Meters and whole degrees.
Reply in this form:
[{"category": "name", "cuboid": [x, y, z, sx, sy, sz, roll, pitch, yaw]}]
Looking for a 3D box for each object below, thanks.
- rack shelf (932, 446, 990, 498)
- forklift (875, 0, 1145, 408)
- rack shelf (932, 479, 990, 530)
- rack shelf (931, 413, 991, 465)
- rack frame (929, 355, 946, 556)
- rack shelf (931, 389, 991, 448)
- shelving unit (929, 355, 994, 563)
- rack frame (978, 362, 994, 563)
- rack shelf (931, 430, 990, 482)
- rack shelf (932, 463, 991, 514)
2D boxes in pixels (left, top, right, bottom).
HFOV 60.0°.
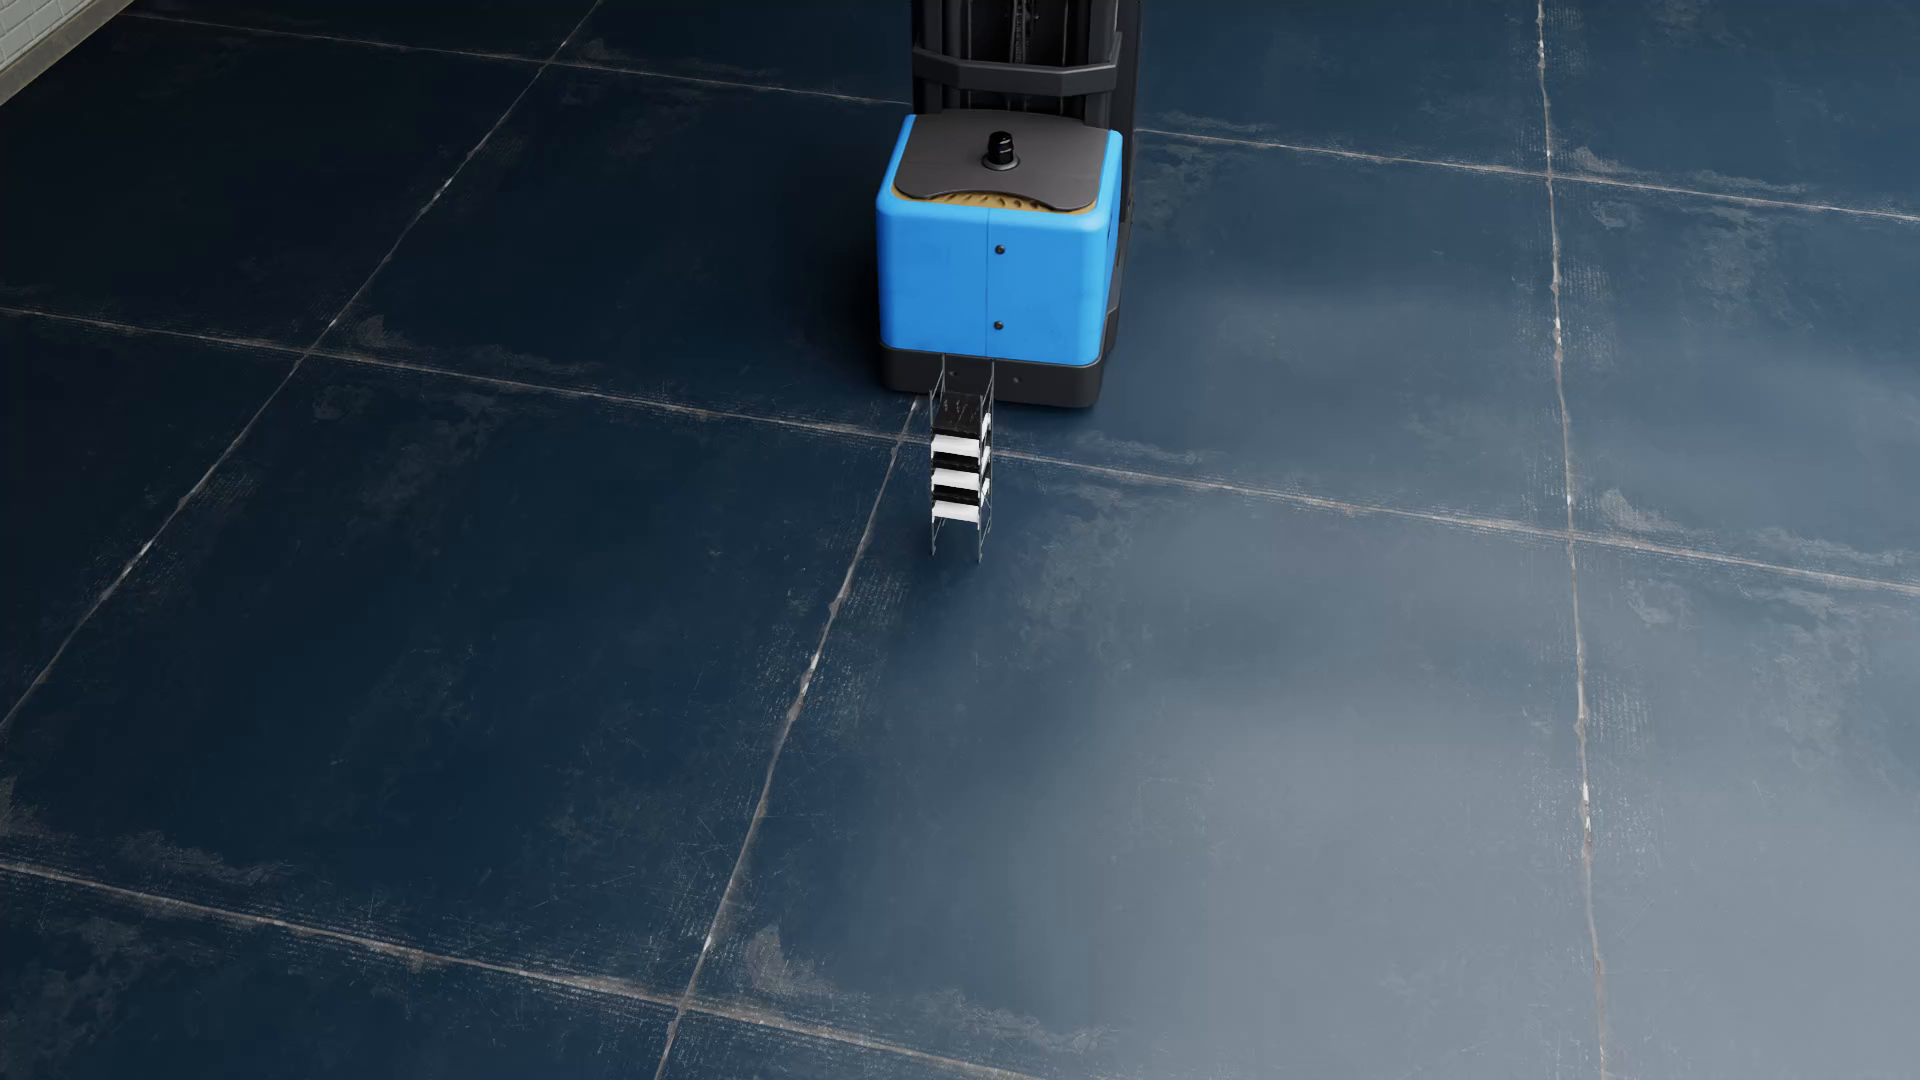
[{"category": "rack shelf", "cuboid": [0.008, -0.299, 6.920, 0.200, 0.077, 0.258, 9, 45, 9]}, {"category": "forklift", "cuboid": [0.352, -2.700, 7.902, 1.130, 2.935, 3.031, 6, 44, 6]}, {"category": "rack shelf", "cuboid": [0.008, -0.169, 7.045, 0.200, 0.077, 0.258, 9, 45, 9]}, {"category": "rack shelf", "cuboid": [0.008, -0.429, 6.795, 0.200, 0.077, 0.258, 9, 45, 9]}, {"category": "rack frame", "cuboid": [-0.091, -0.338, 6.913, 0.006, 0.900, 0.240, 9, 45, 9]}, {"category": "rack shelf", "cuboid": [0.008, -0.493, 6.733, 0.200, 0.077, 0.258, 9, 45, 9]}, {"category": "shelving unit", "cuboid": [0.008, -0.323, 6.897, 0.210, 0.900, 0.258, 9, 45, 9]}, {"category": "rack frame", "cuboid": [0.107, -0.308, 6.881, 0.006, 0.900, 0.240, 9, 45, 9]}, {"category": "rack shelf", "cuboid": [0.008, -0.364, 6.857, 0.200, 0.077, 0.258, 9, 45, 9]}, {"category": "rack shelf", "cuboid": [0.008, -0.234, 6.982, 0.200, 0.077, 0.258, 9, 45, 9]}]
